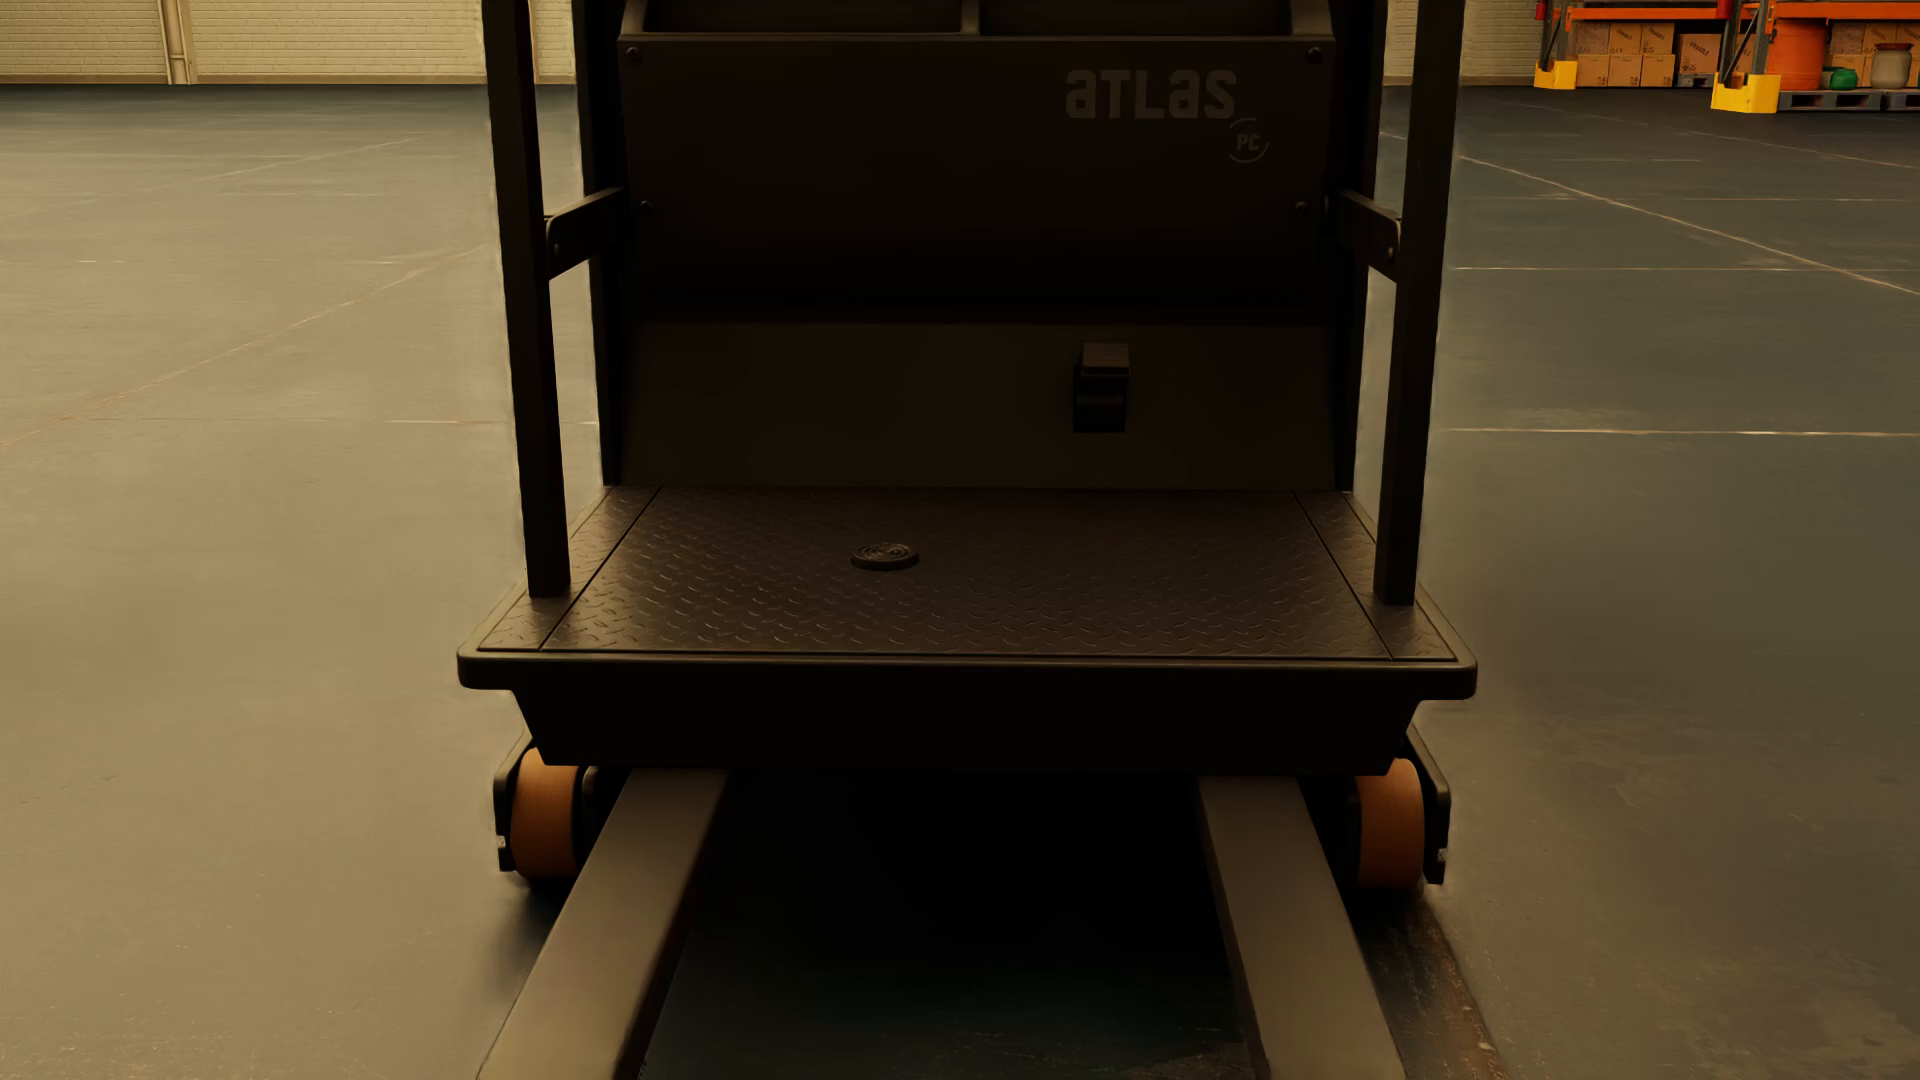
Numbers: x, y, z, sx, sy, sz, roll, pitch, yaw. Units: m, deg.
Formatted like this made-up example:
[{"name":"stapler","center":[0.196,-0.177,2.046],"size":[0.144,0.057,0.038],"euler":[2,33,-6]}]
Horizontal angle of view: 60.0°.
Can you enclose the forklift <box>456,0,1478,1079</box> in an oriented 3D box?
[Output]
[{"name":"forklift","center":[0.017,-1.070,1.875],"size":[1.130,2.935,3.031],"euler":[0,17,2]}]
